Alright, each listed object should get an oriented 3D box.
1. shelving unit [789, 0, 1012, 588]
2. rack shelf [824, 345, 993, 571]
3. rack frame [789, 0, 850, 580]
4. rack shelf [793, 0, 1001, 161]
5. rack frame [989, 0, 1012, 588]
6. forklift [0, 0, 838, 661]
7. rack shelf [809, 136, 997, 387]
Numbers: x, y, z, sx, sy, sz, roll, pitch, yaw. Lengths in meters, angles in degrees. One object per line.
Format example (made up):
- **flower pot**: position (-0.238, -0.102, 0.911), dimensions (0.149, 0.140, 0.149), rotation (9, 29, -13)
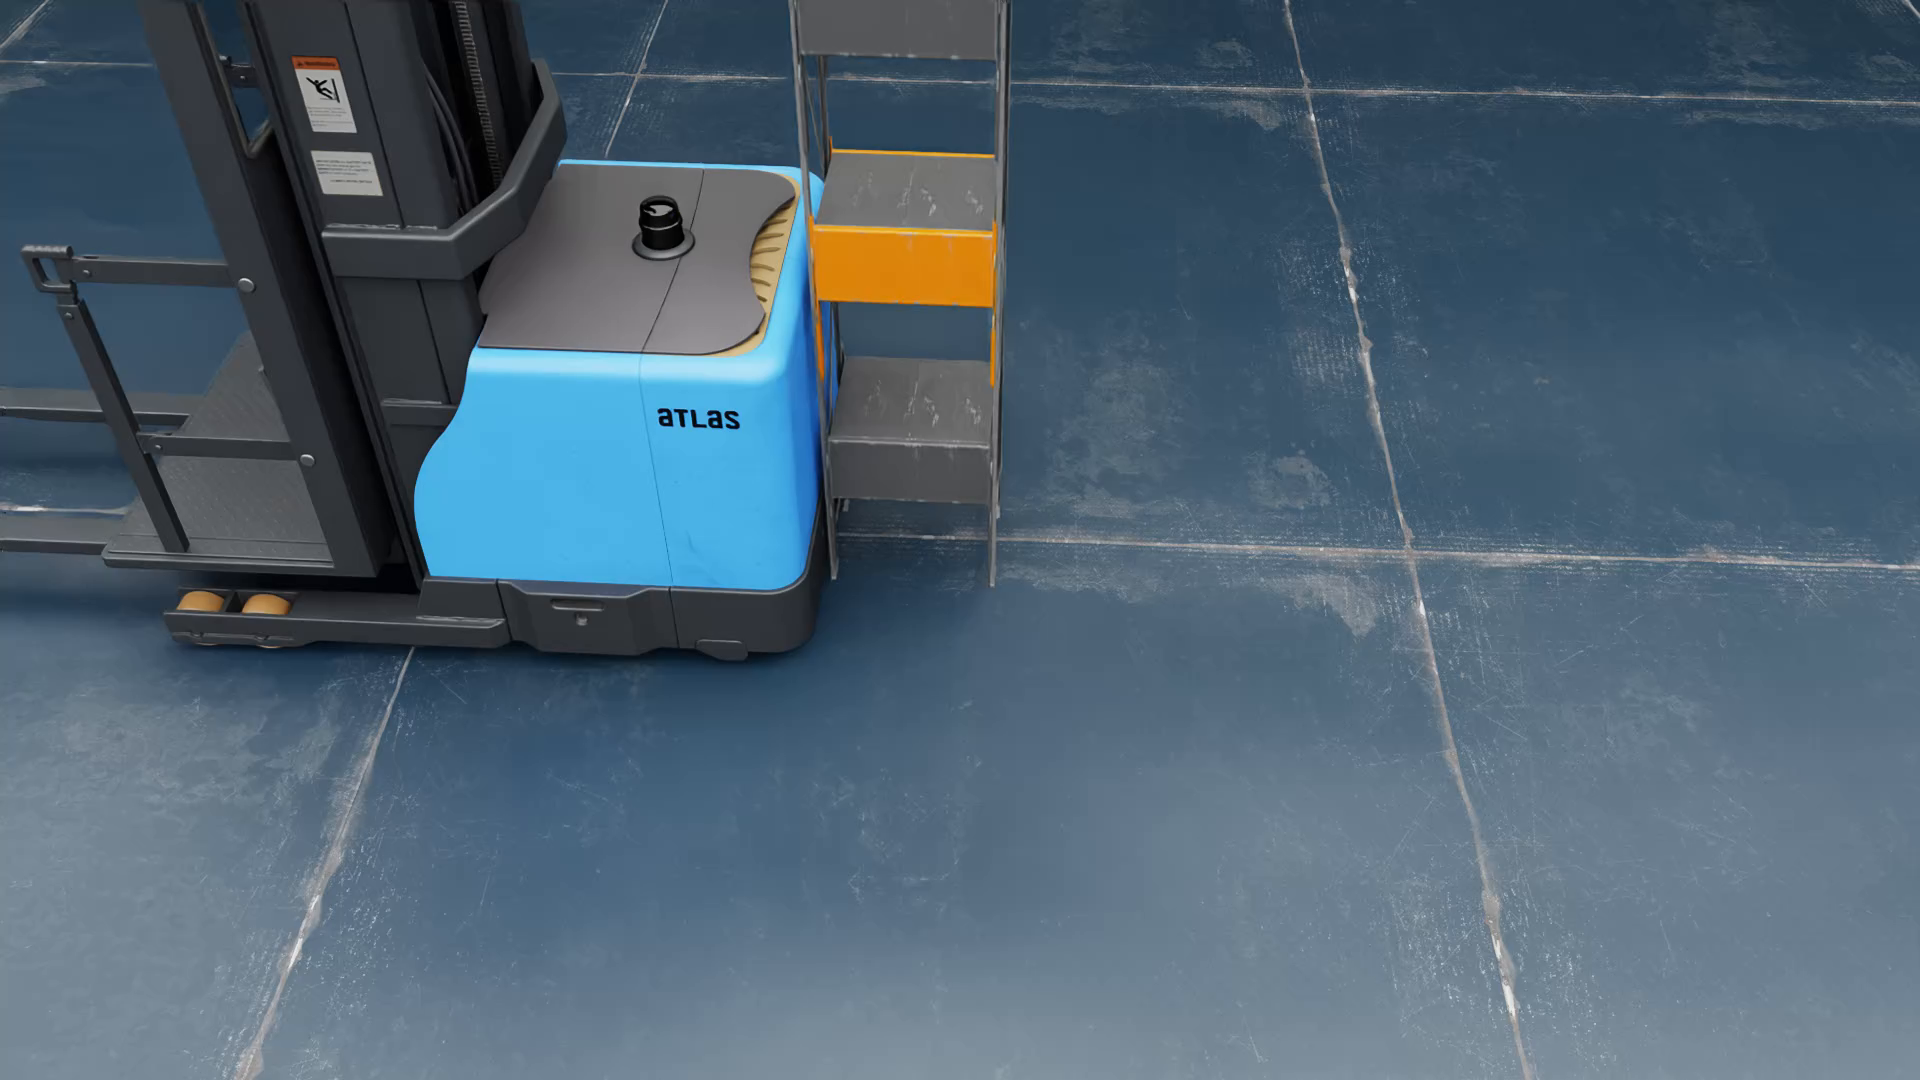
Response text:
- **shelving unit**: position (-0.132, -0.769, 4.535), dimensions (0.503, 2.100, 0.431), rotation (3, 43, 3)
- **rack shelf**: position (-0.132, -0.247, 5.022), dimensions (0.480, 0.518, 0.431), rotation (3, 43, 3)
- **rack frame**: position (-0.376, -0.780, 4.547), dimensions (0.015, 2.100, 0.400), rotation (3, 43, 3)
- **rack shelf**: position (-0.132, -1.271, 4.067), dimensions (0.480, 0.518, 0.431), rotation (3, 43, 3)
- **rack frame**: position (0.111, -0.758, 4.523), dimensions (0.015, 2.100, 0.400), rotation (3, 43, 3)
- **forklift**: position (-1.913, -1.110, 4.291), dimensions (3.031, 2.935, 1.130), rotation (2, 43, 3)
- **rack shelf**: position (-0.132, -0.759, 4.545), dimensions (0.480, 0.518, 0.431), rotation (3, 43, 3)
